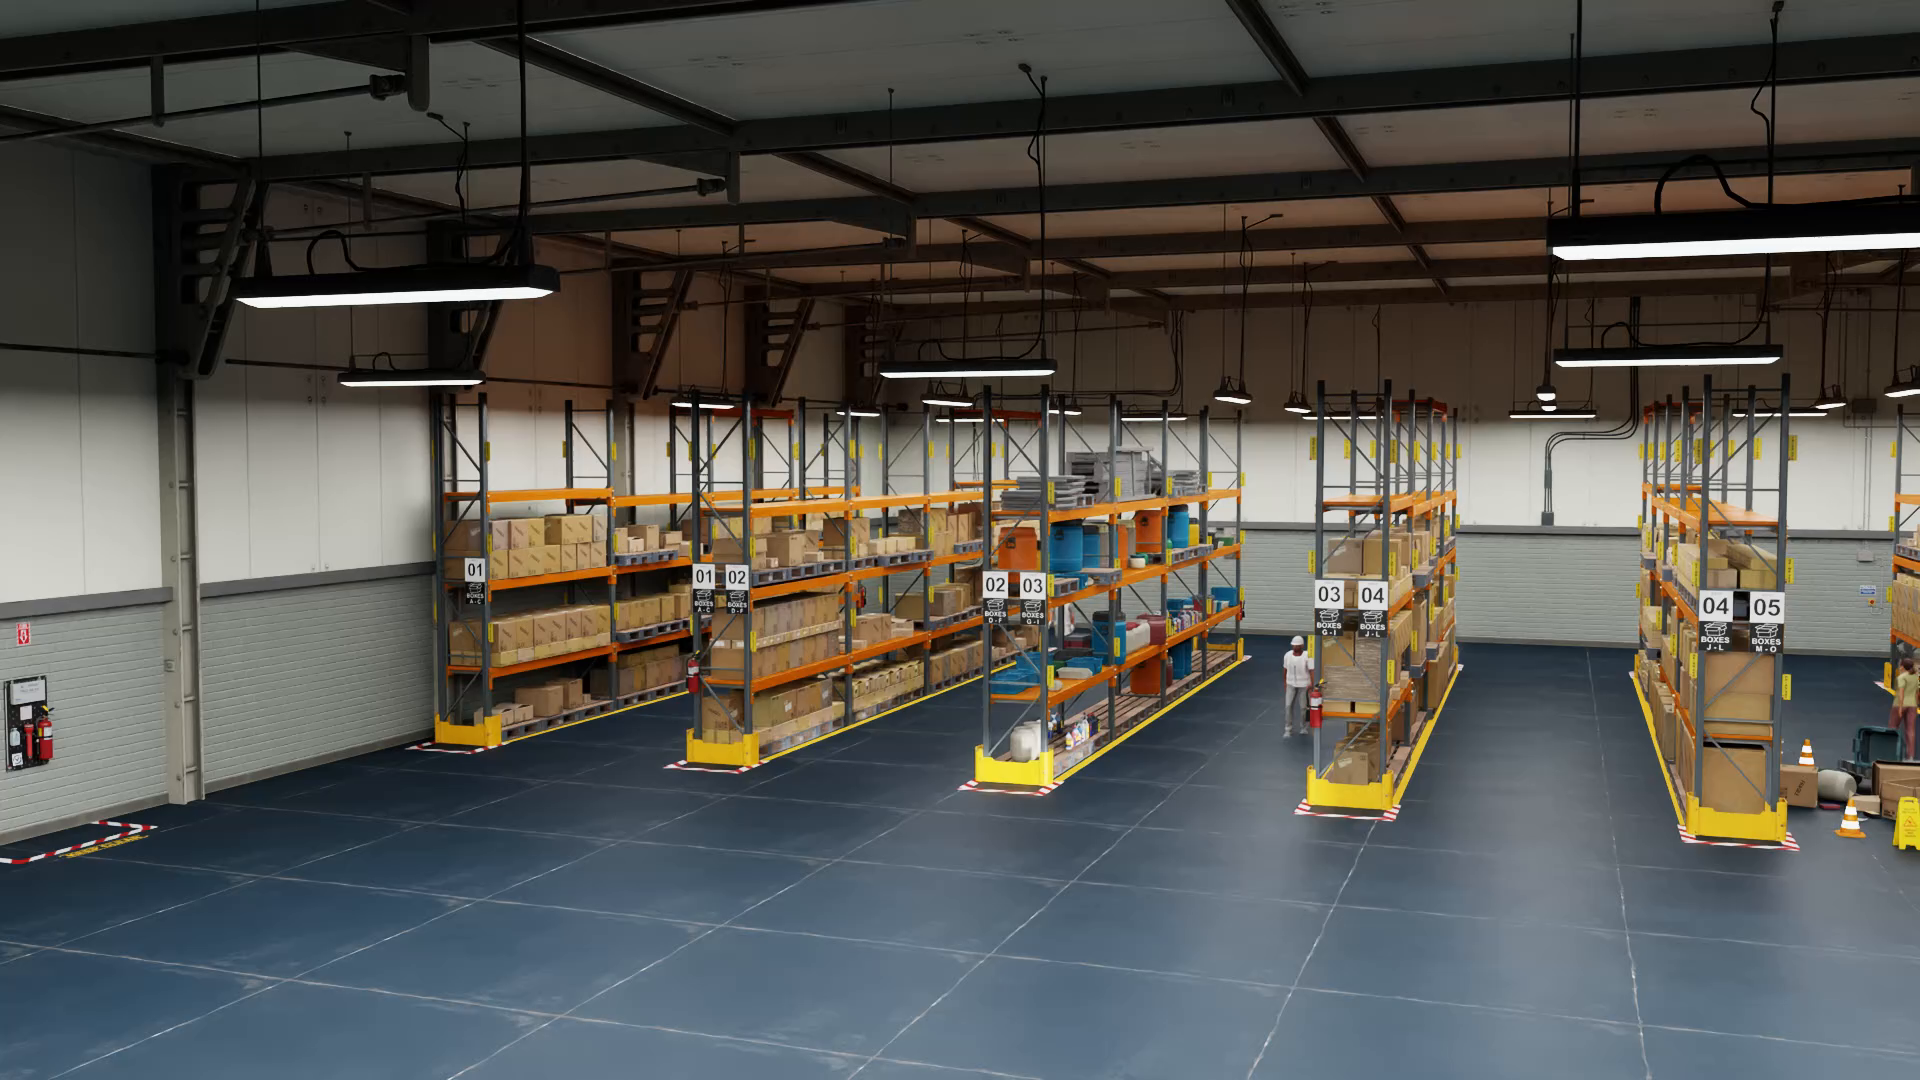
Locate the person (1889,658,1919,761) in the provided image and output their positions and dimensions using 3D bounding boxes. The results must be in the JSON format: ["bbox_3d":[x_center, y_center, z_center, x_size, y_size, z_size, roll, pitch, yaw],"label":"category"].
[{"bbox_3d":[15.304,2.762,26.871,0.457,1.708,0.606,0,3,8],"label":"person"}]

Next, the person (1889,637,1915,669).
[{"bbox_3d":[21.575,2.220,38.004,0.487,1.614,0.484,0,3,-1],"label":"person"}]

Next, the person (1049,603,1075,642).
[{"bbox_3d":[2.376,2.019,39.267,0.607,1.726,1.055,1,3,15],"label":"person"}]

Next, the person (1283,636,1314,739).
[{"bbox_3d":[5.925,2.566,29.173,0.622,1.775,0.705,2,4,30],"label":"person"}]
